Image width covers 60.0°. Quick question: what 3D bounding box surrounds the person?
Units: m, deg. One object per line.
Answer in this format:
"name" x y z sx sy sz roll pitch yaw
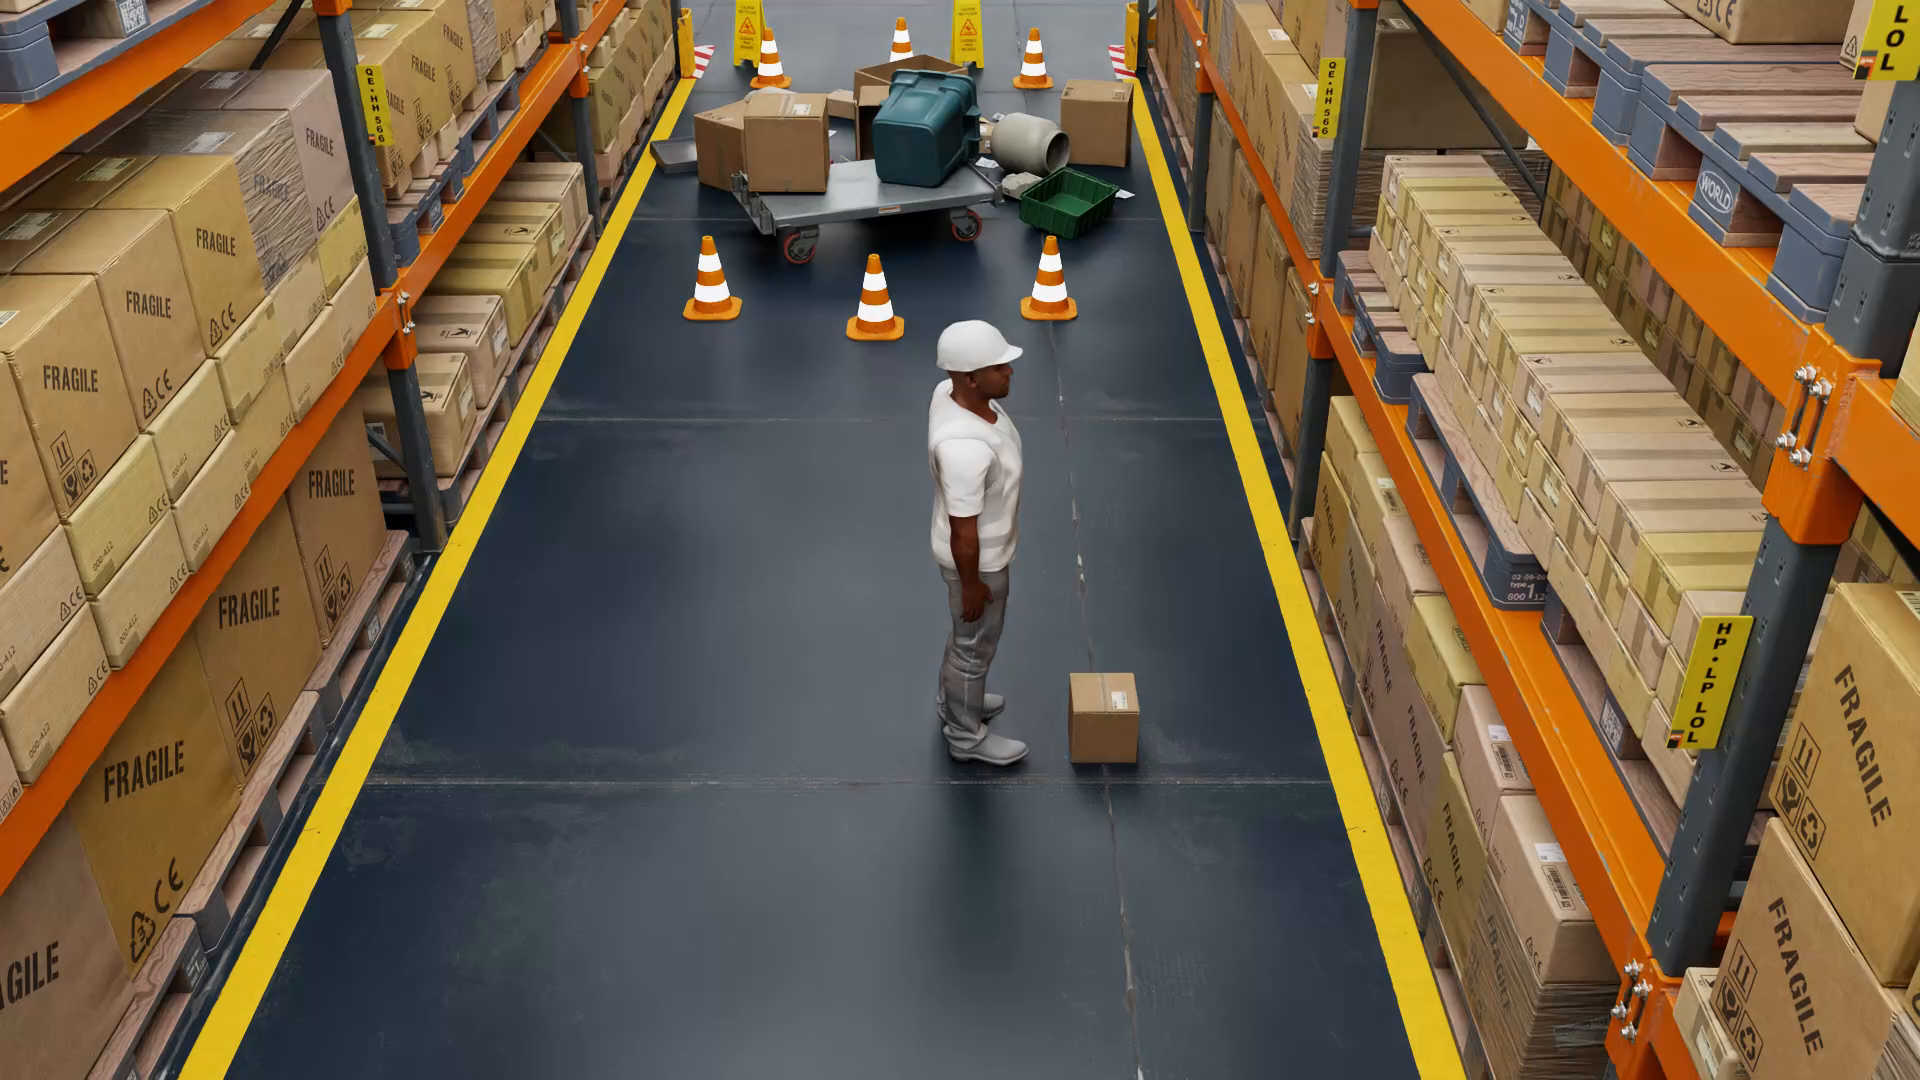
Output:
"person" 0.075 0.039 6.032 0.373 1.794 0.569 0 31 1
